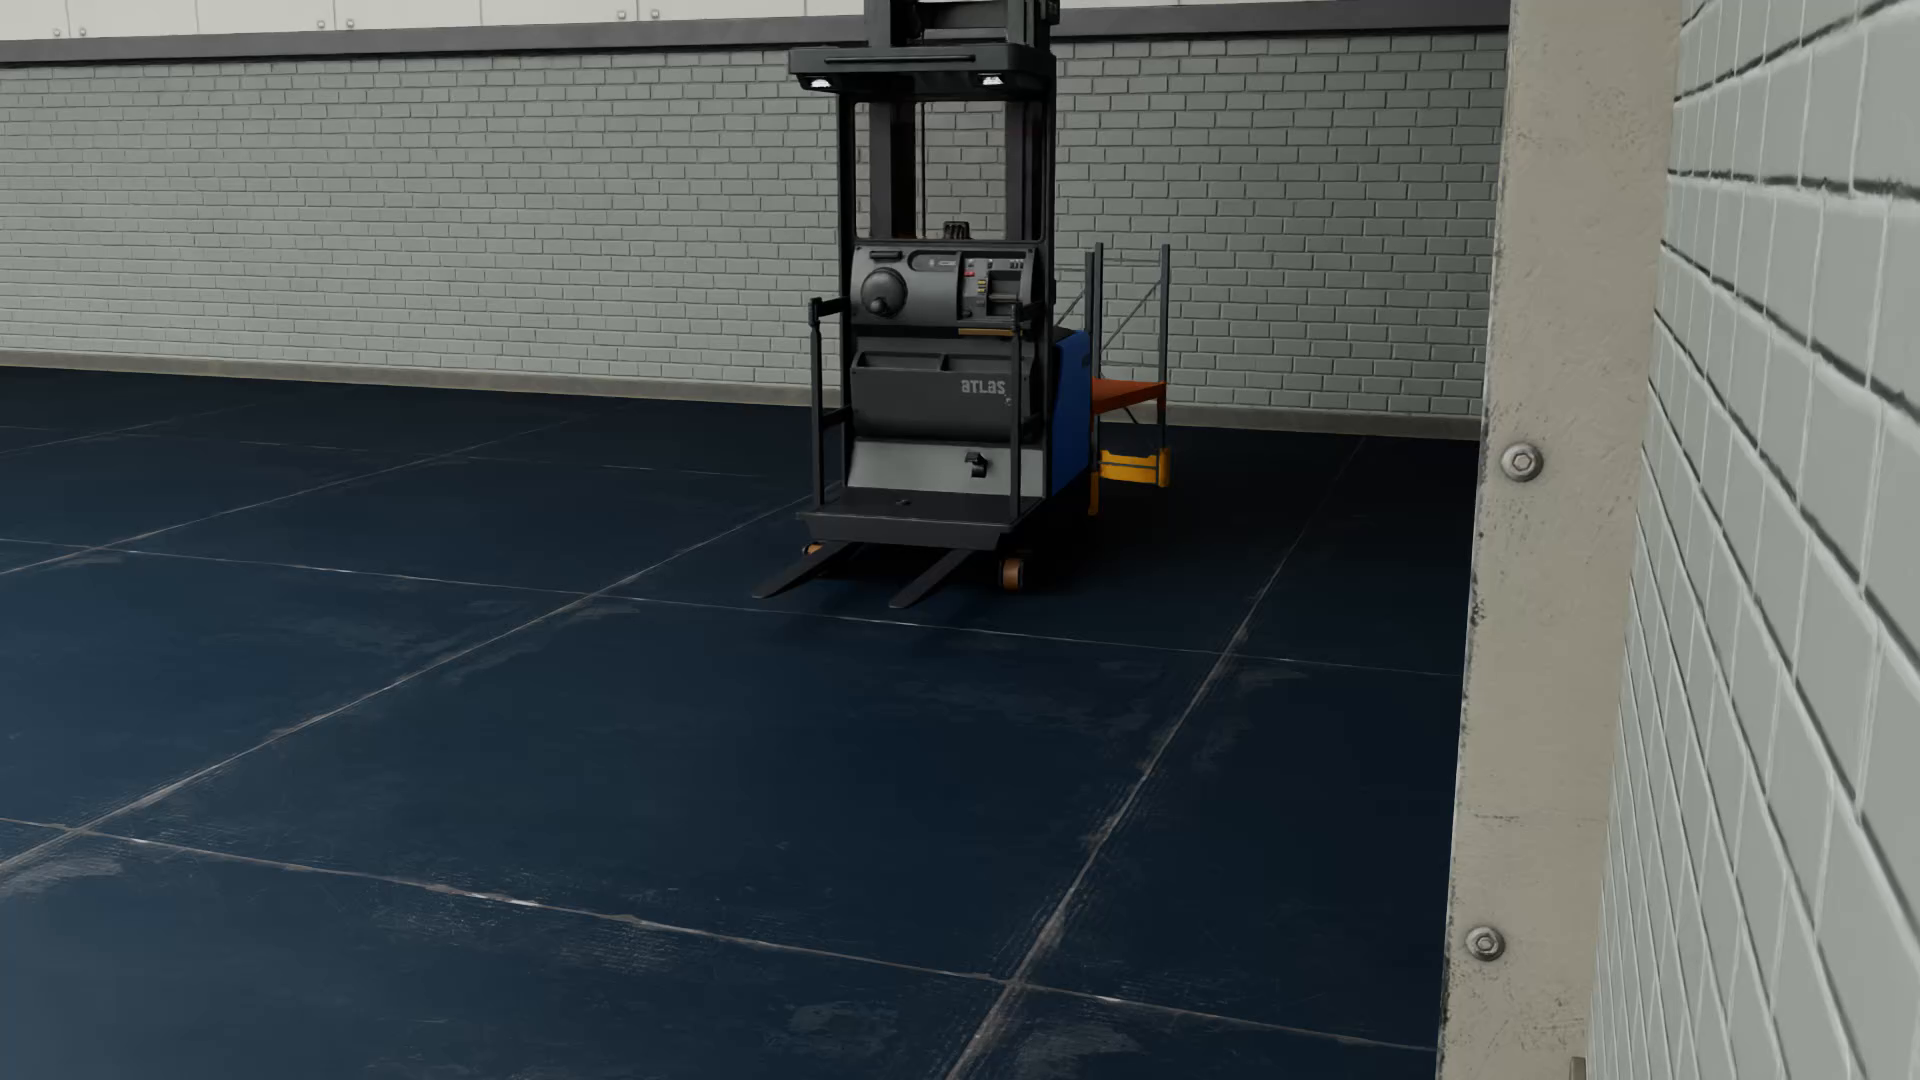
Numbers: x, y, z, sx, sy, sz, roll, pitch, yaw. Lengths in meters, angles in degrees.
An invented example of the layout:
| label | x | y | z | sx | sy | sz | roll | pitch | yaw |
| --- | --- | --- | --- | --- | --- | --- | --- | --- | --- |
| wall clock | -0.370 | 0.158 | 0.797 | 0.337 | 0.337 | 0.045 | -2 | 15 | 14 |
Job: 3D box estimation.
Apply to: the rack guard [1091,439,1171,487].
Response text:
| label | x | y | z | sx | sy | sz | roll | pitch | yaw |
| --- | --- | --- | --- | --- | --- | --- | --- | --- | --- |
| rack guard | 1.058 | -0.493 | 10.592 | 0.587 | 0.250 | 0.087 | 8 | 15 | 31 |

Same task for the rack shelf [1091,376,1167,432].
| label | x | y | z | sx | sy | sz | roll | pitch | yaw |
| --- | --- | --- | --- | --- | --- | --- | --- | --- | --- |
| rack shelf | 0.802 | -0.834 | 10.086 | 0.538 | 0.185 | 1.000 | 8 | 15 | 31 |

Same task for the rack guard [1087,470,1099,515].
| label | x | y | z | sx | sy | sz | roll | pitch | yaw |
| --- | --- | --- | --- | --- | --- | --- | --- | --- | --- |
| rack guard | 0.537 | -0.304 | 9.764 | 0.587 | 0.250 | 0.087 | 8 | 15 | 31 |

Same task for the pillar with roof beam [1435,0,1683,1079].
| label | x | y | z | sx | sy | sz | roll | pitch | yaw |
| --- | --- | --- | --- | --- | --- | --- | --- | --- | --- |
| pillar with roof beam | -2.825 | -3.506 | 4.132 | 9.100 | 9.000 | 0.400 | 4 | 14 | 18 |

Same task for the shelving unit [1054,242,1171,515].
| label | x | y | z | sx | sy | sz | roll | pitch | yaw |
| --- | --- | --- | --- | --- | --- | --- | --- | --- | --- |
| shelving unit | 0.797 | -1.008 | 10.039 | 0.587 | 1.500 | 1.083 | 8 | 15 | 31 |

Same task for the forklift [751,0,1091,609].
| label | x | y | z | sx | sy | sz | roll | pitch | yaw |
| --- | --- | --- | --- | --- | --- | --- | --- | --- | --- |
| forklift | -0.143 | -1.279 | 8.009 | 1.130 | 2.935 | 3.031 | 4 | 13 | 15 |

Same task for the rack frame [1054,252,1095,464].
| label | x | y | z | sx | sy | sz | roll | pitch | yaw |
| --- | --- | --- | --- | --- | --- | --- | --- | --- | --- |
| rack frame | 0.536 | -0.913 | 9.624 | 0.500 | 1.500 | 0.032 | 8 | 15 | 31 |

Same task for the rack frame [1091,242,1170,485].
| label | x | y | z | sx | sy | sz | roll | pitch | yaw |
| --- | --- | --- | --- | --- | --- | --- | --- | --- | --- |
| rack frame | 1.068 | -1.106 | 10.469 | 0.500 | 1.500 | 0.032 | 8 | 15 | 31 |
